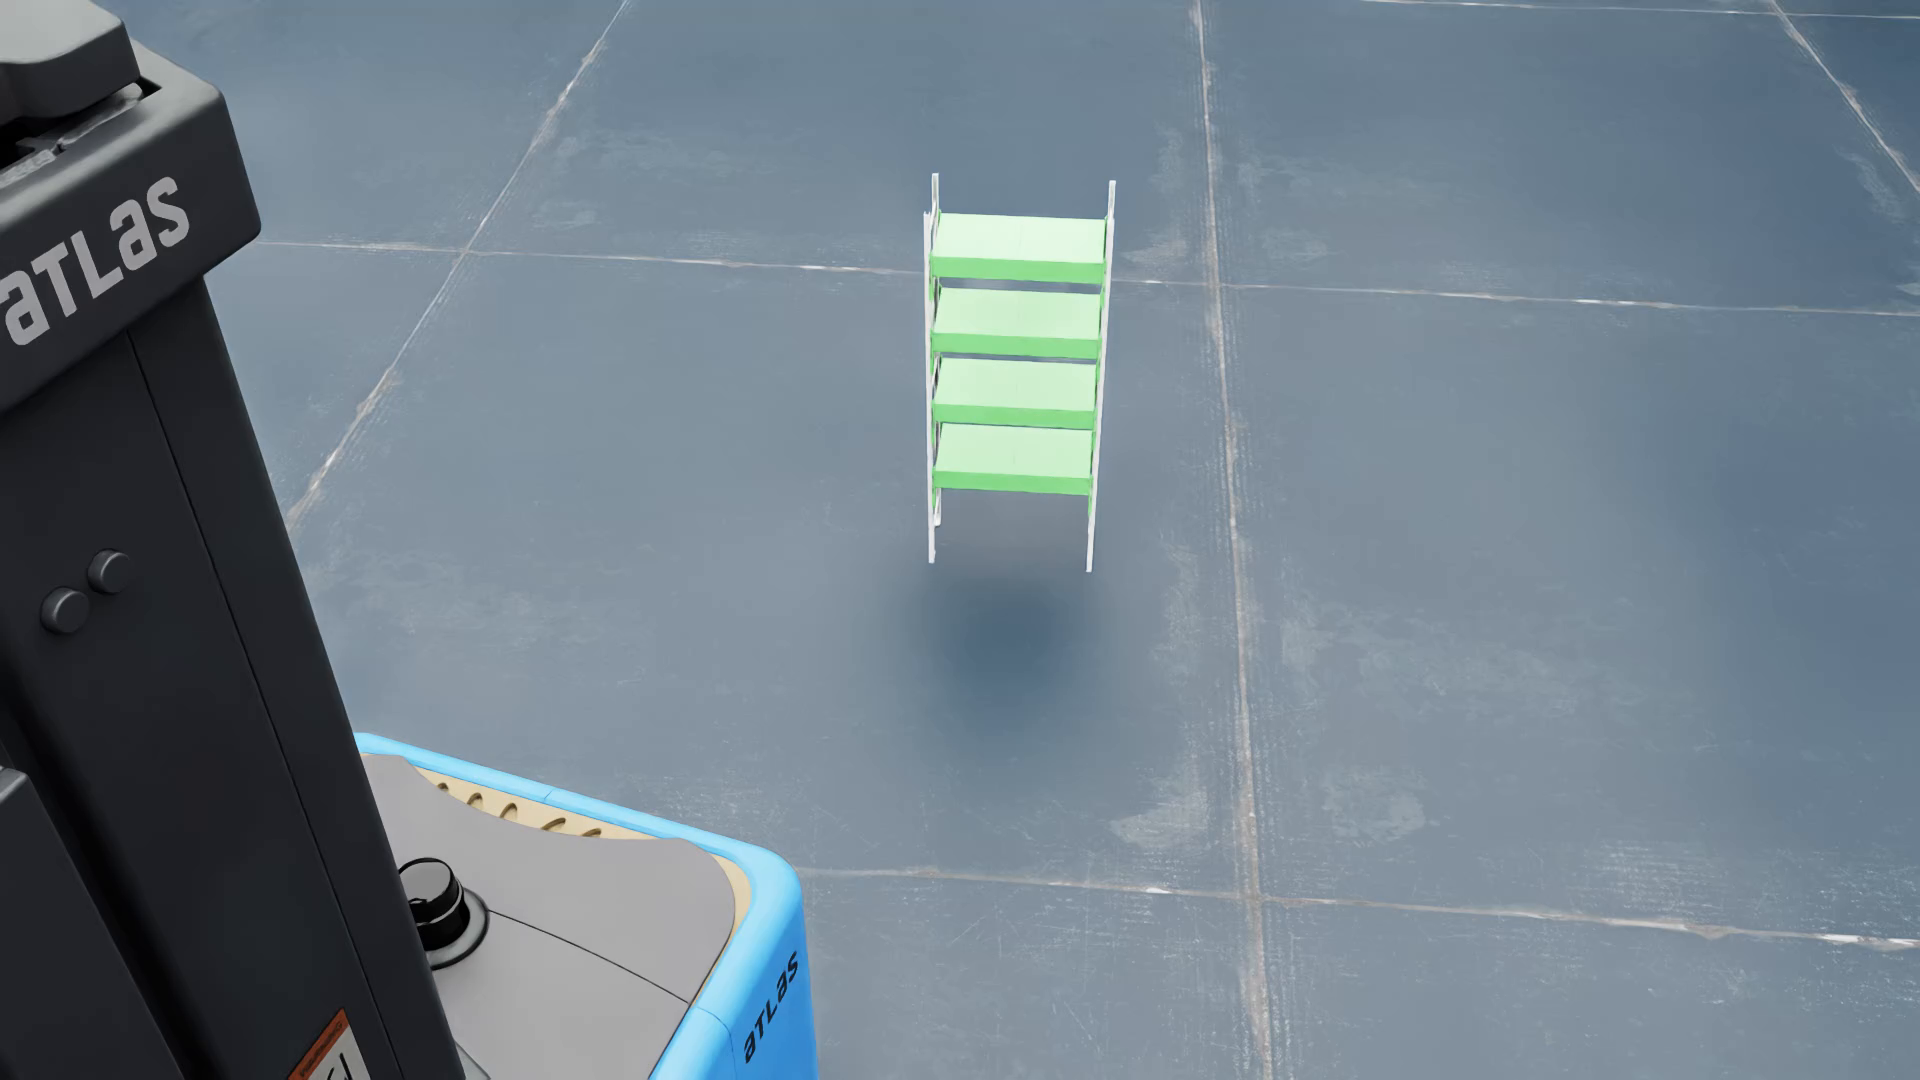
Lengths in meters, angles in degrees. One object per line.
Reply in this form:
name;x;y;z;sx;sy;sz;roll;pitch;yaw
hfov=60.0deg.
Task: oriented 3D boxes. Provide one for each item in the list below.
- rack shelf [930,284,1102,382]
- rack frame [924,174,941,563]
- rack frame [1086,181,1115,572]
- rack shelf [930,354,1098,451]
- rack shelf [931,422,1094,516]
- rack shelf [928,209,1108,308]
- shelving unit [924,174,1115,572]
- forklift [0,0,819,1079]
rack shelf;0.165;-0.593;4.749;0.480;0.148;0.258;3;39;4
rack frame;-0.078;-0.470;4.876;0.015;1.200;0.240;3;39;4
rack frame;0.408;-0.443;4.844;0.015;1.200;0.240;3;39;4
rack shelf;0.165;-0.407;4.900;0.480;0.148;0.258;3;39;4
rack shelf;0.165;-0.221;5.052;0.480;0.148;0.258;3;39;4
rack shelf;0.165;-0.779;4.597;0.480;0.148;0.258;3;39;4
shelving unit;0.165;-0.456;4.860;0.503;1.200;0.258;3;39;4
forklift;-1.238;1.018;1.678;1.130;2.935;3.031;13;41;15
